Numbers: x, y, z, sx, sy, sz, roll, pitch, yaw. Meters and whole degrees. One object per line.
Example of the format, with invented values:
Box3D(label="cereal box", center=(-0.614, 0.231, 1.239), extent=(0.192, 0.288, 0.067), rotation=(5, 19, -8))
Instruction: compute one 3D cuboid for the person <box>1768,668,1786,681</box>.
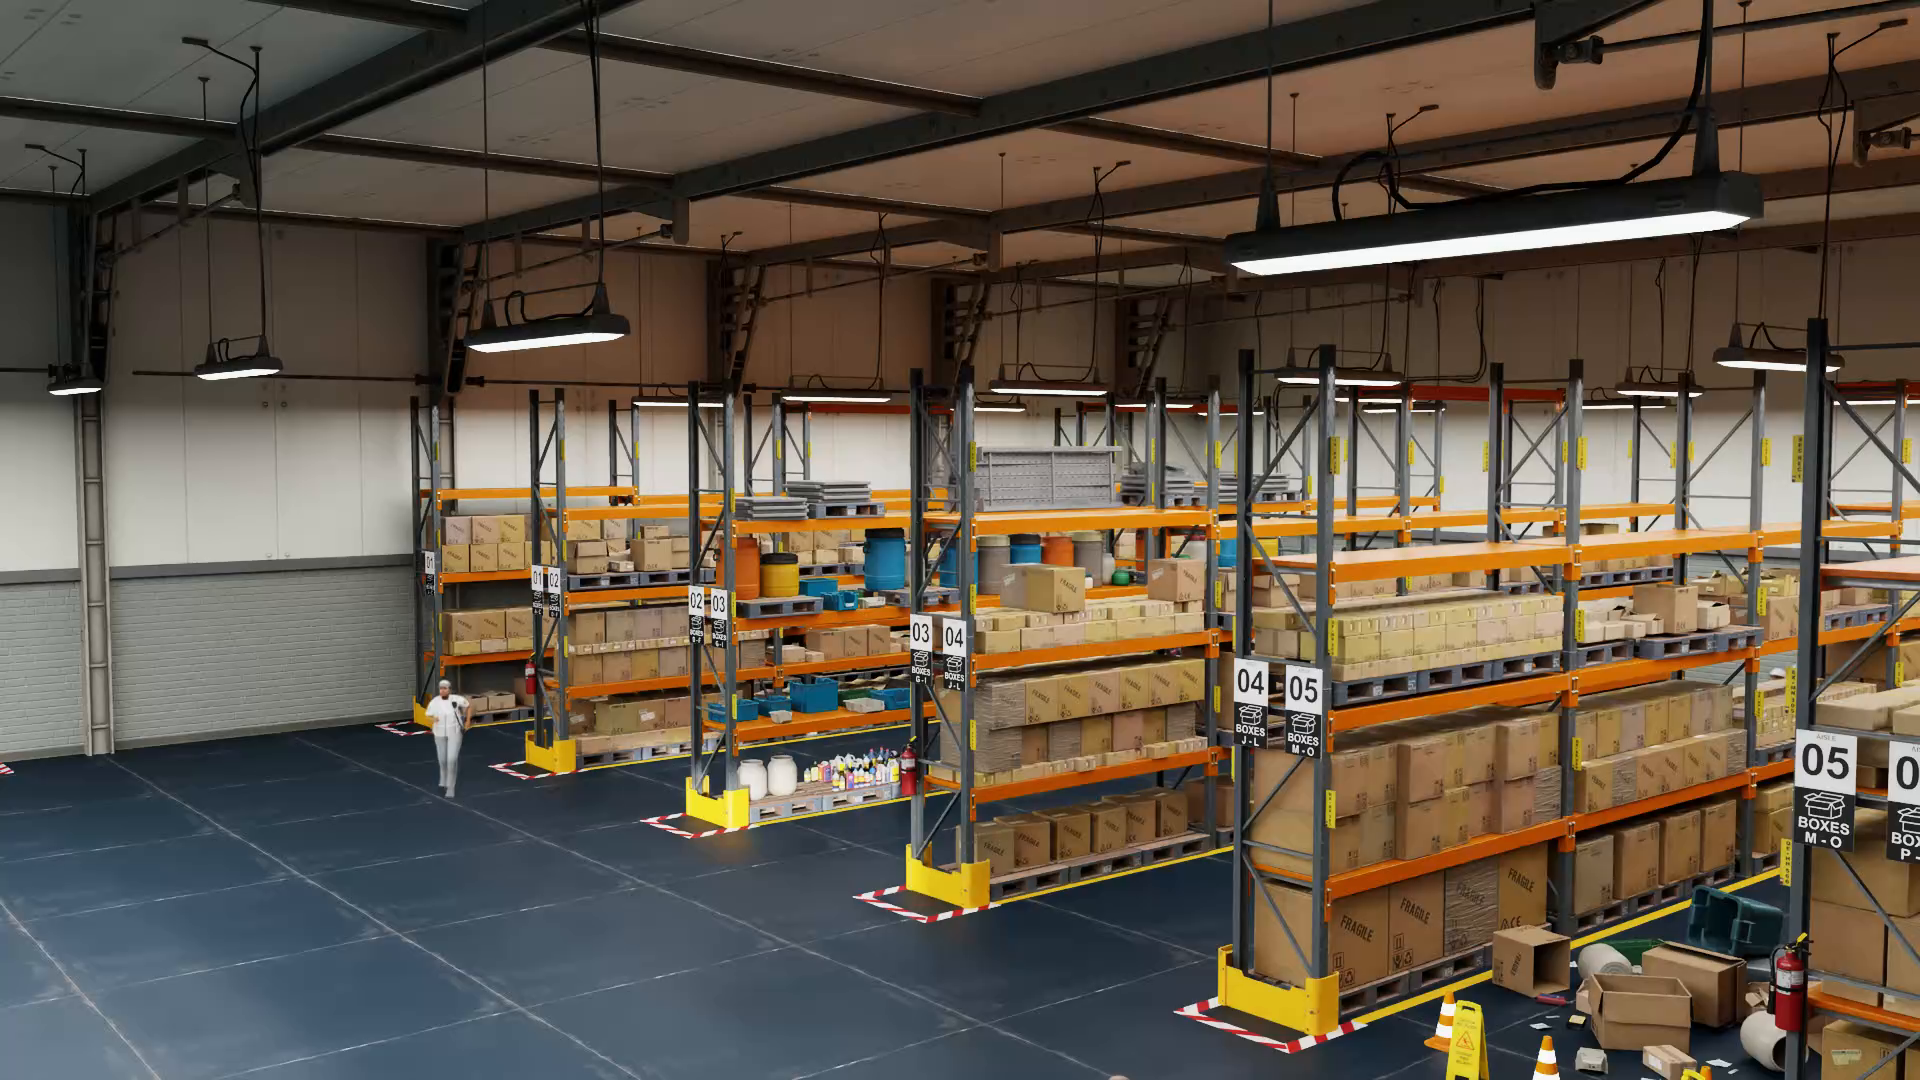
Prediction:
Box3D(label="person", center=(12.343, 2.808, 25.007), extent=(0.870, 1.772, 0.711), rotation=(-2, 4, -33))

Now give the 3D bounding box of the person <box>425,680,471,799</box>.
Box3D(label="person", center=(-7.528, 2.897, 24.500), extent=(0.613, 1.714, 0.887), rotation=(0, 3, -5))
